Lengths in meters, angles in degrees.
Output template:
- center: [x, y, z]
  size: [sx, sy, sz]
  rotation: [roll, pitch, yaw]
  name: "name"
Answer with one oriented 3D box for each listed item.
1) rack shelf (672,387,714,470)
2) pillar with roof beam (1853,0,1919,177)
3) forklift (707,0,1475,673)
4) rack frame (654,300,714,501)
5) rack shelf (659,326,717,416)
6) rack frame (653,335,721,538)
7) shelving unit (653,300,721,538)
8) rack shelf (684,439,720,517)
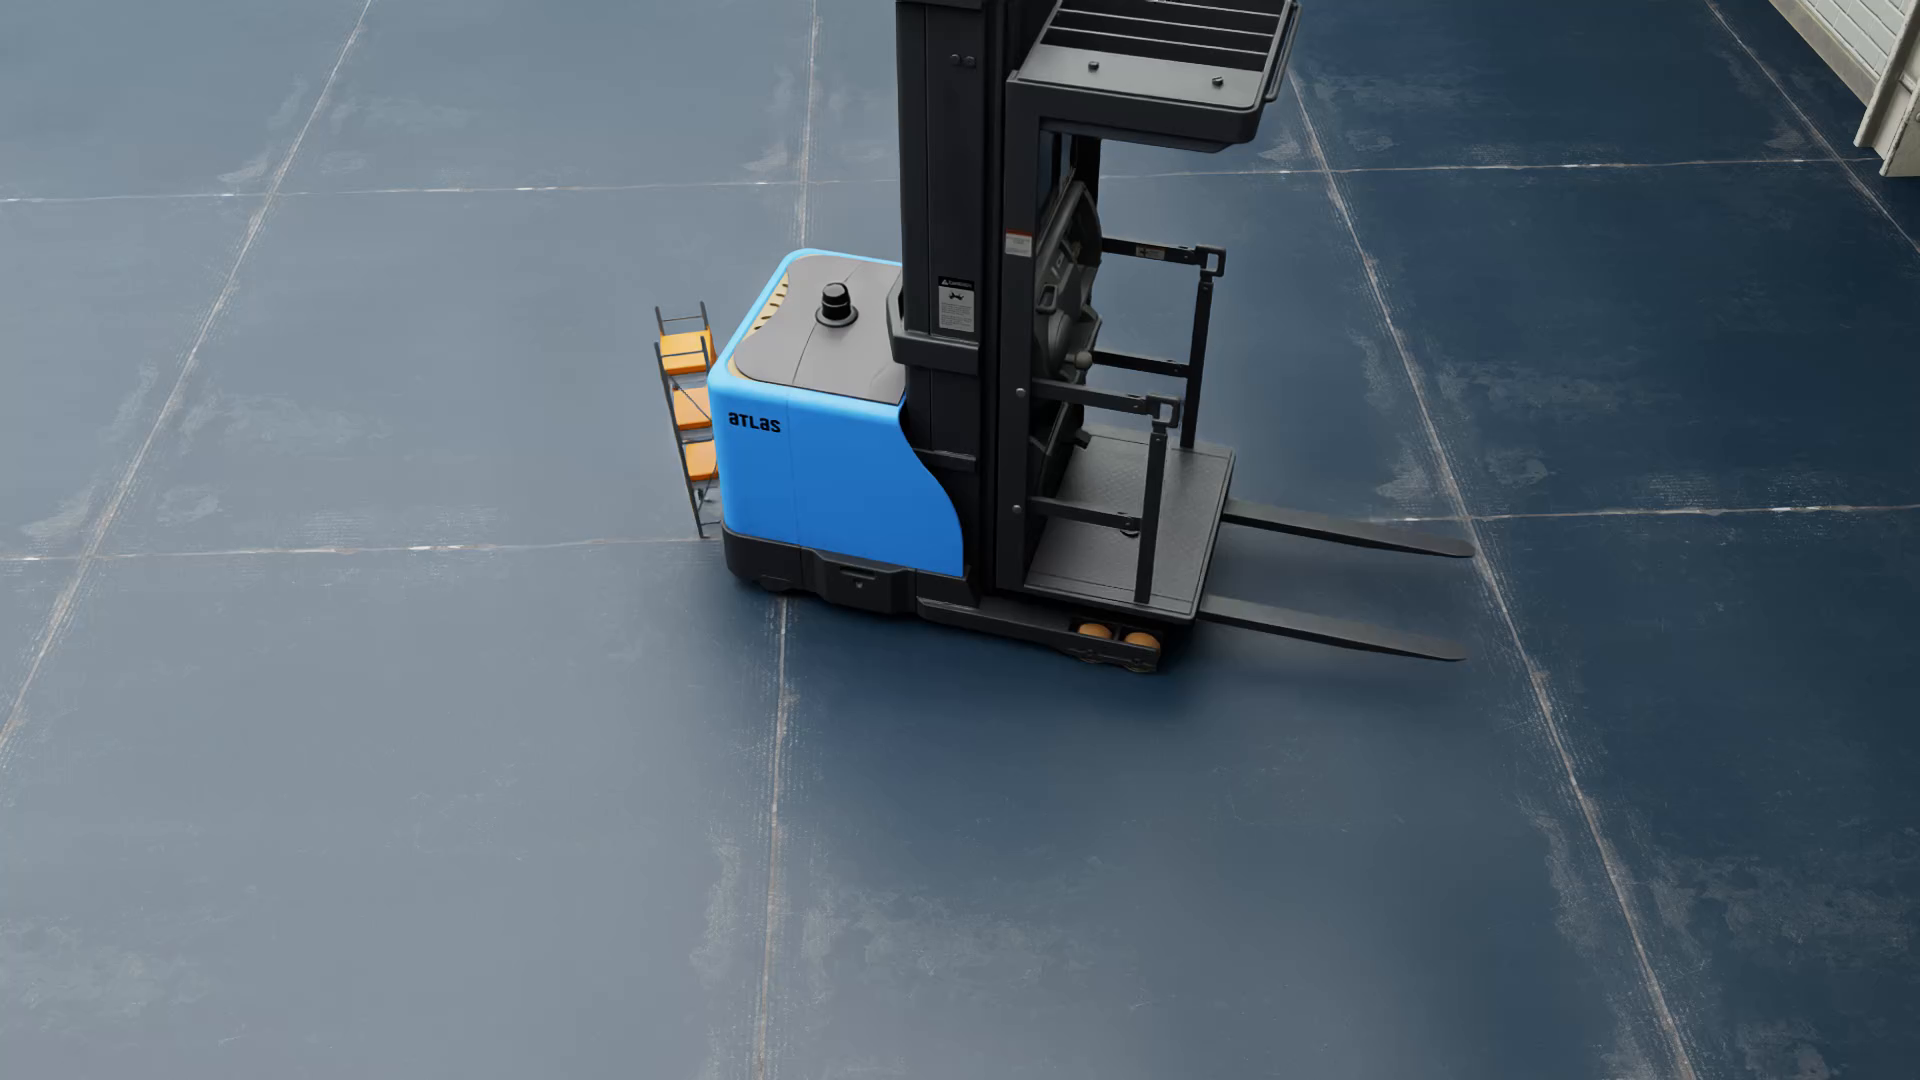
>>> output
- center: [-1.086, -0.482, 7.005]
  size: [0.215, 0.259, 0.240]
  rotation: [-8, 43, -2]
  name: "rack shelf"
- center: [1.130, -5.413, 6.495]
  size: [9.100, 9.000, 0.400]
  rotation: [-2, 43, -2]
  name: "pillar with roof beam"
- center: [0.587, -0.950, 6.117]
  size: [3.031, 2.935, 1.130]
  rotation: [11, 44, 12]
  name: "forklift"
- center: [-1.102, -0.572, 7.087]
  size: [0.200, 1.050, 0.008]
  rotation: [-8, 43, -2]
  name: "rack frame"
- center: [-1.106, -0.690, 6.812]
  size: [0.215, 0.259, 0.240]
  rotation: [-8, 43, -2]
  name: "rack shelf"
- center: [-1.072, -0.408, 6.908]
  size: [0.200, 1.050, 0.008]
  rotation: [-8, 43, -2]
  name: "rack frame"
- center: [-1.087, -0.490, 6.998]
  size: [0.215, 1.050, 0.252]
  rotation: [-8, 43, -2]
  name: "shelving unit"
- center: [-1.068, -0.279, 7.194]
  size: [0.215, 0.259, 0.240]
  rotation: [-8, 43, -2]
  name: "rack shelf"
